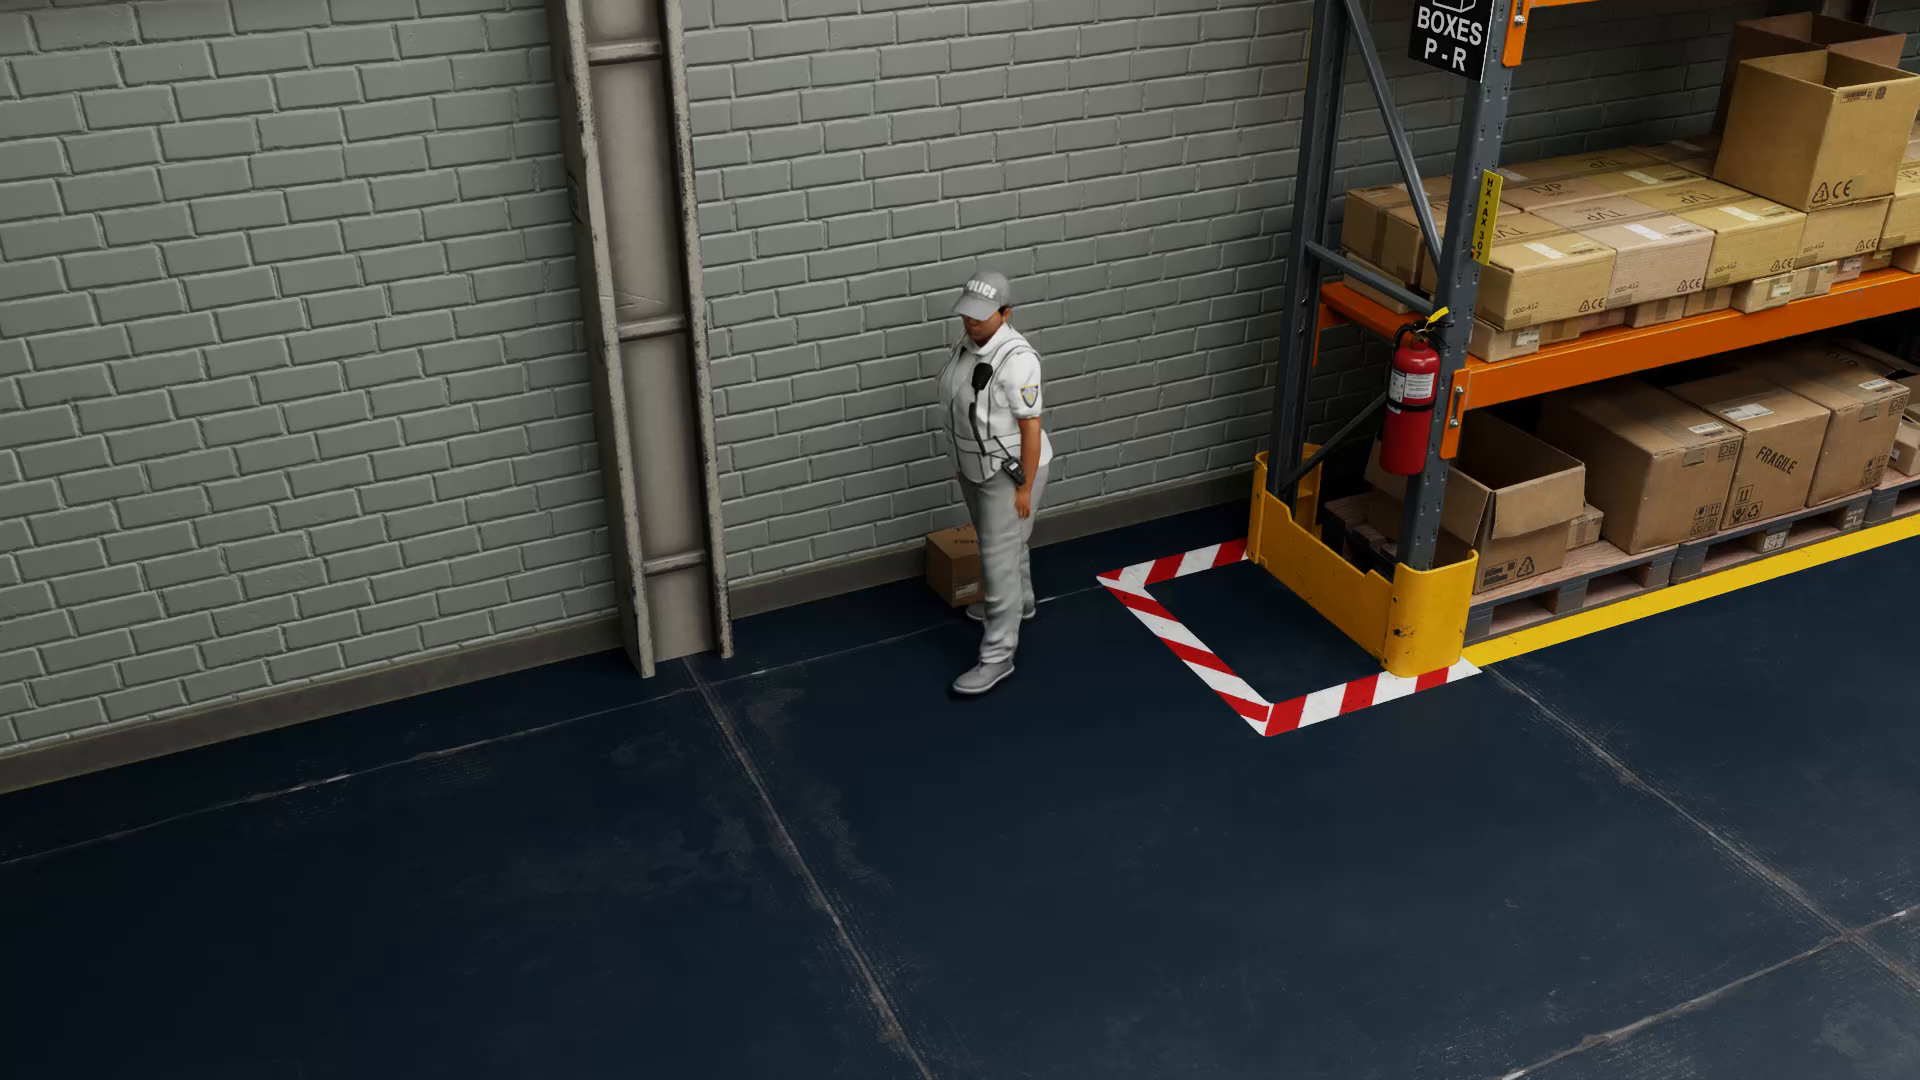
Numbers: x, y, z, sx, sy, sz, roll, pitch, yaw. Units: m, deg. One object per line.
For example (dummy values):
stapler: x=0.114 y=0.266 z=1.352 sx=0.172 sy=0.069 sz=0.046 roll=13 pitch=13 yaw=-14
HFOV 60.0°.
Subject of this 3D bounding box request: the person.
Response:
person: x=0.124 y=-0.264 z=6.561 sx=0.593 sy=1.649 sz=0.600 roll=-15 pitch=33 yaw=-24
